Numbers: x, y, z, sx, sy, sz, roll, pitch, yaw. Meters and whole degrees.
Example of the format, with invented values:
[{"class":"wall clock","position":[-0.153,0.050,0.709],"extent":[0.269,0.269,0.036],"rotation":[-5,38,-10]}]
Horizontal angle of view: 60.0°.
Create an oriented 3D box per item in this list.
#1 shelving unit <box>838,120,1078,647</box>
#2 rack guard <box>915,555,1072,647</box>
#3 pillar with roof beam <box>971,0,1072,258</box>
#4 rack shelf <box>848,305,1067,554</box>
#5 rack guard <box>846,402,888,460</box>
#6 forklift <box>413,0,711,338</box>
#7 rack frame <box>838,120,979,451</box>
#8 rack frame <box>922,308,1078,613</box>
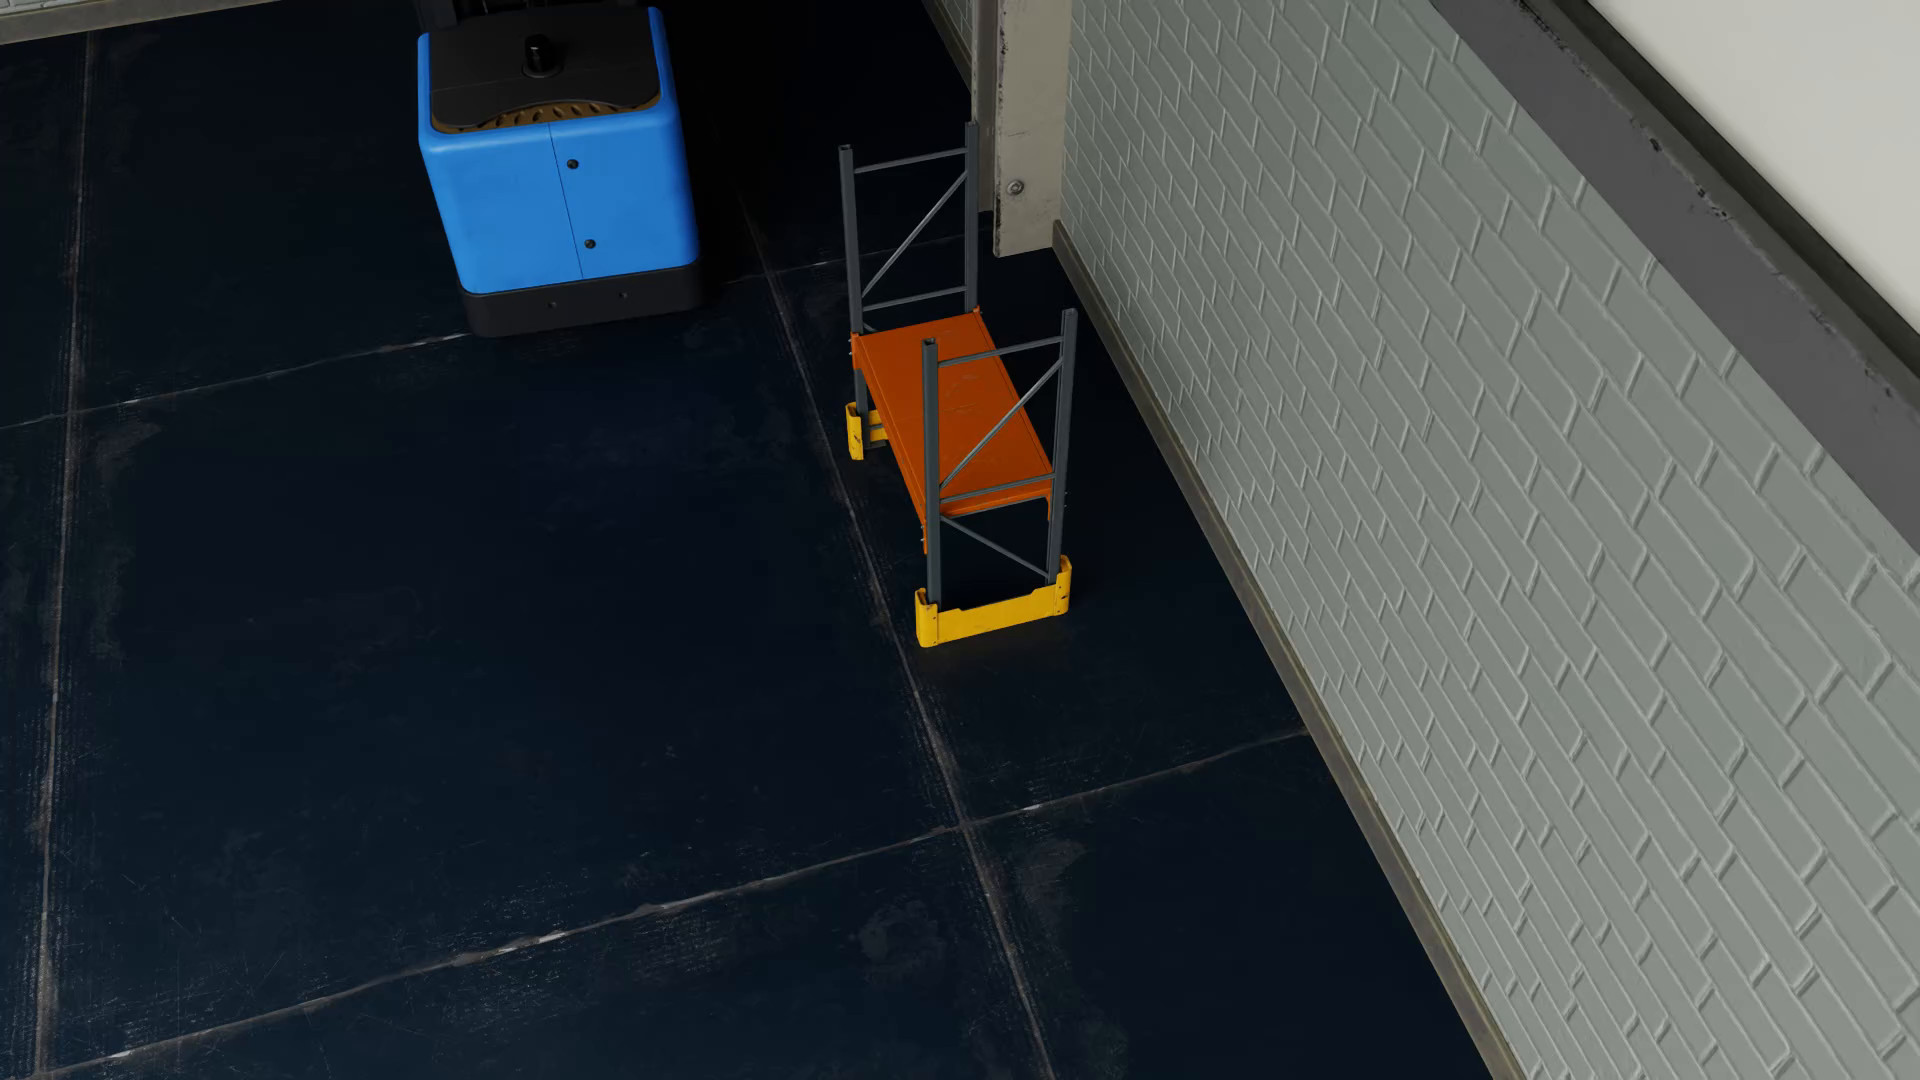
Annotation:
[{"class":"shelving unit","position":[-0.023,-0.539,6.013],"extent":[0.587,1.500,1.083],"rotation":[-13,51,-11]},{"class":"rack guard","position":[0.125,0.227,6.184],"extent":[0.587,0.250,0.087],"rotation":[-13,51,-11]},{"class":"pillar with roof beam","position":[-3.858,-3.402,3.522],"extent":[9.100,9.000,0.400],"rotation":[-13,51,-11]},{"class":"rack shelf","position":[-0.025,-0.430,6.156],"extent":[0.538,0.185,1.000],"rotation":[-13,51,-11]},{"class":"rack guard","position":[-0.170,-0.500,6.798],"extent":[0.587,0.250,0.087],"rotation":[-13,51,-11]},{"class":"forklift","position":[-1.915,-2.972,7.128],"extent":[1.130,2.935,3.031],"rotation":[-9,51,-8]},{"class":"rack frame","position":[-0.176,-0.917,6.332],"extent":[0.500,1.500,0.032],"rotation":[-13,51,-11]},{"class":"rack frame","position":[0.125,-0.174,5.706],"extent":[0.500,1.500,0.032],"rotation":[-13,51,-11]}]
